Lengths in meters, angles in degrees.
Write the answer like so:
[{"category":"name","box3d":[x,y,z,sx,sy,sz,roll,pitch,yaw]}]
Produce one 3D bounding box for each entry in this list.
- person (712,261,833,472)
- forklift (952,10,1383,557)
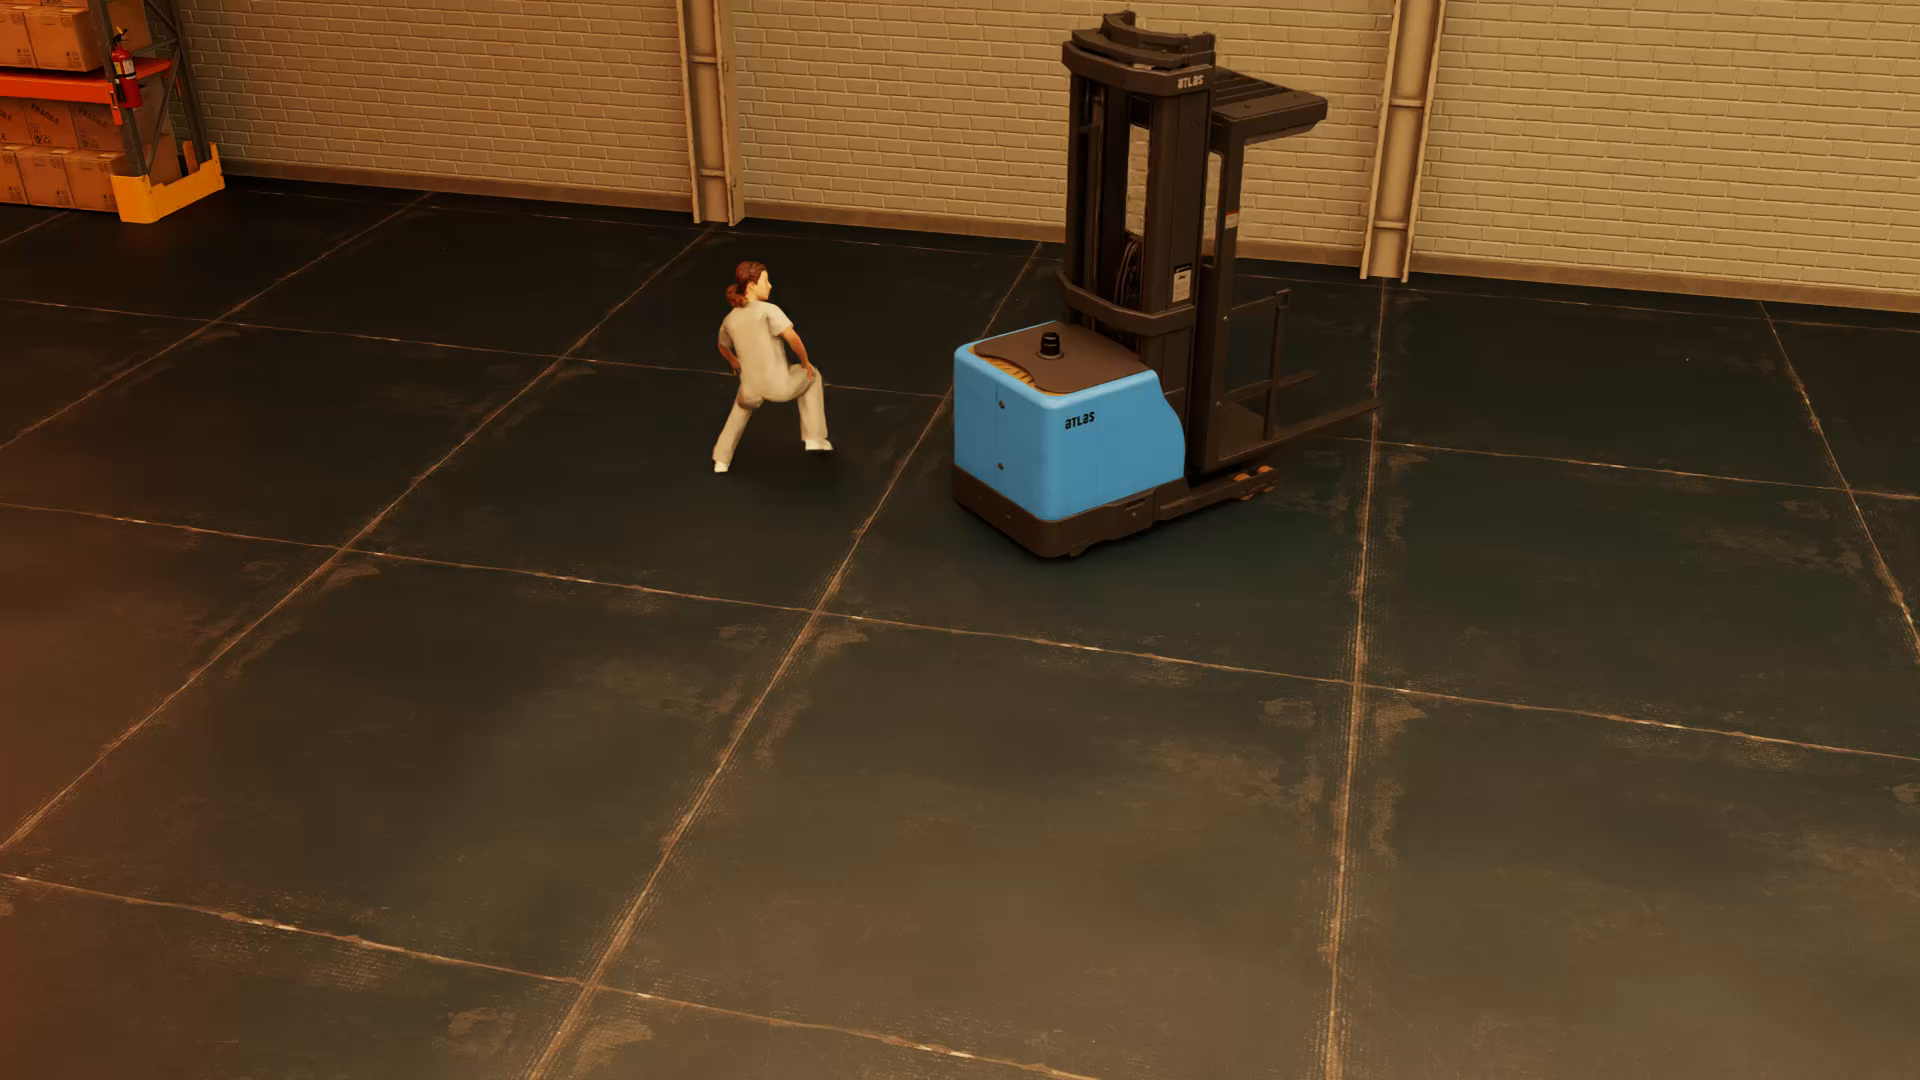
[{"category":"person","box3d":[-1.249,-1.076,10.653,0.764,1.447,0.598,7,30,12]},{"category":"forklift","box3d":[1.450,-1.725,10.216,3.031,2.935,1.130,-19,35,-30]}]
